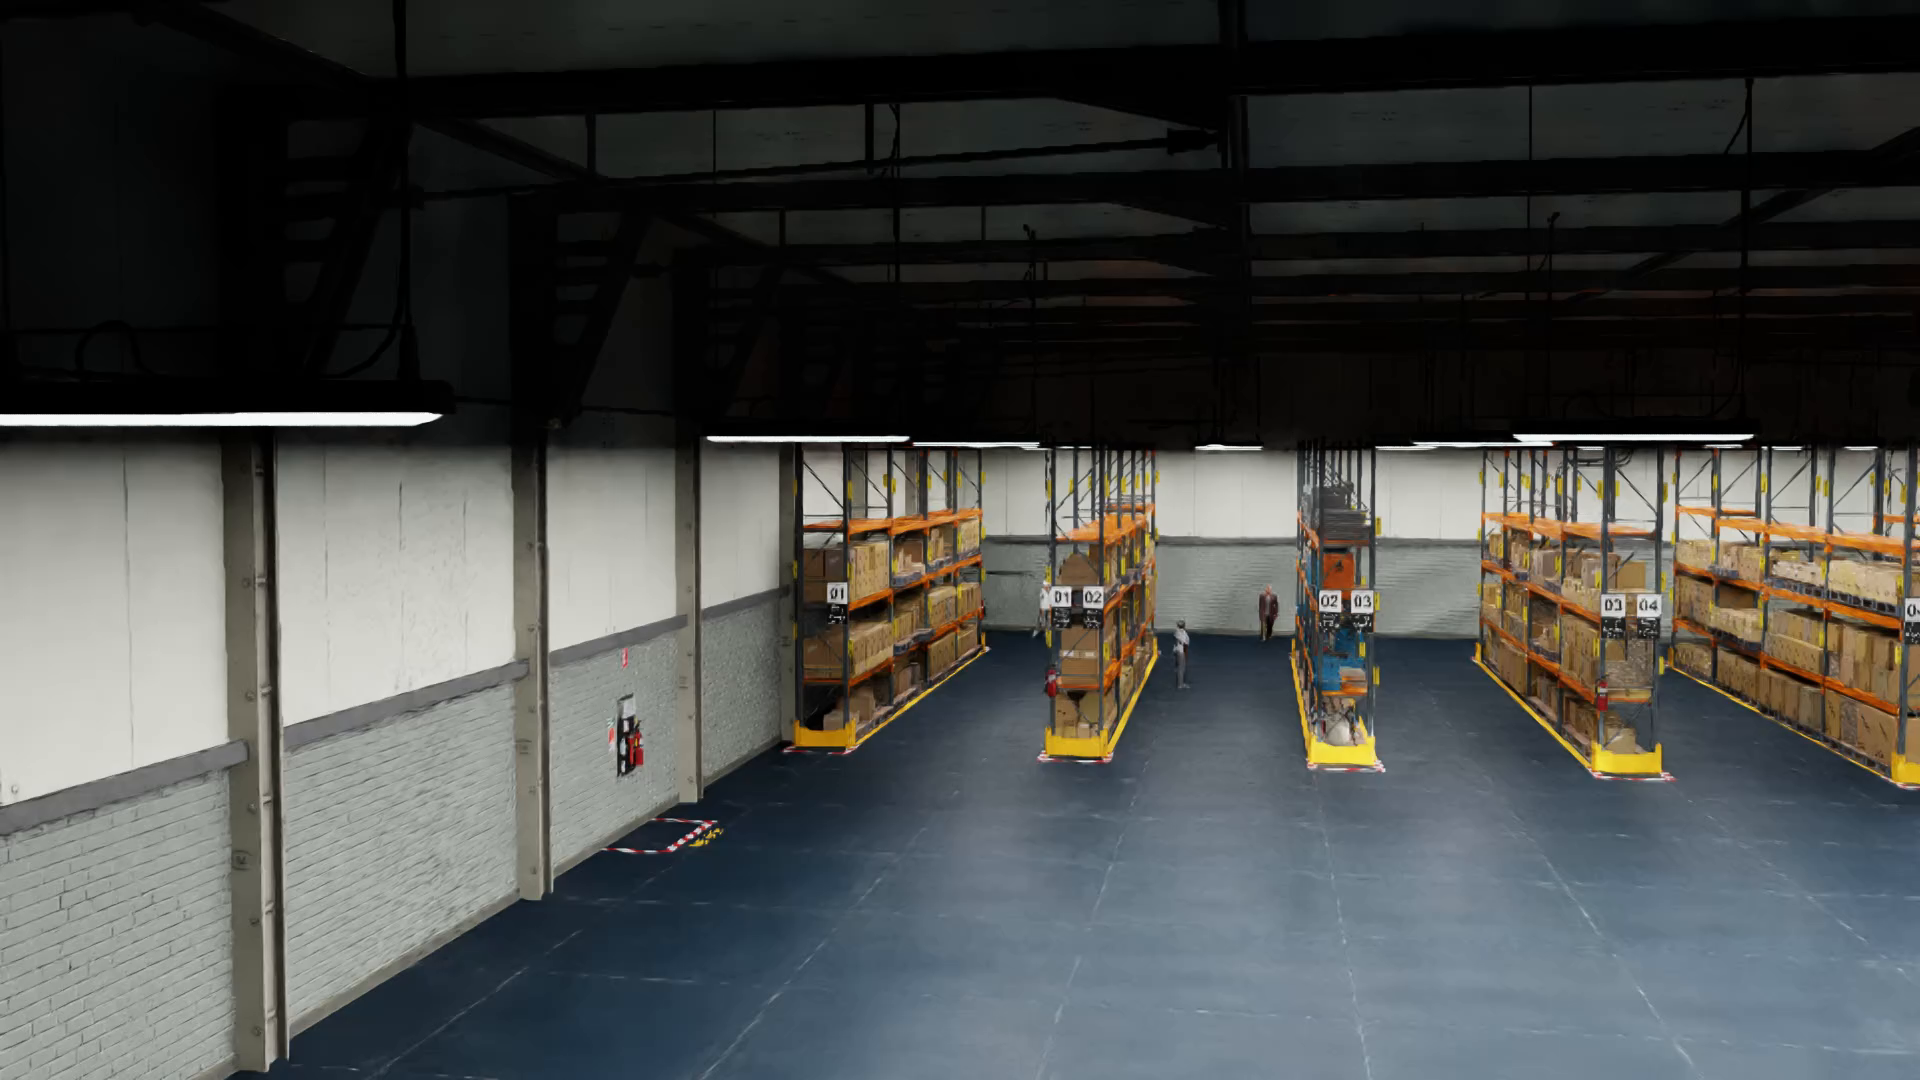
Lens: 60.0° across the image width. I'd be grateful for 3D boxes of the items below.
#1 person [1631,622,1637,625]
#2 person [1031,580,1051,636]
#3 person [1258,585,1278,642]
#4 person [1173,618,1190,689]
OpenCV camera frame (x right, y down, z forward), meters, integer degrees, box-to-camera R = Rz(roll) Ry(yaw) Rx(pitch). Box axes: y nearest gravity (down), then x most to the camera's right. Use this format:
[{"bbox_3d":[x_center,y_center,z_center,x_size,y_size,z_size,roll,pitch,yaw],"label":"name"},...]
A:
[{"bbox_3d":[17.731,2.554,43.329,0.450,1.737,0.595,-1,3,-21],"label":"person"},{"bbox_3d":[2.557,2.120,51.536,0.719,1.767,0.492,-2,4,-35],"label":"person"},{"bbox_3d":[9.310,2.196,50.195,0.589,1.697,1.176,0,3,8],"label":"person"},{"bbox_3d":[5.387,2.743,40.300,0.422,1.677,0.502,-1,3,-21],"label":"person"}]
